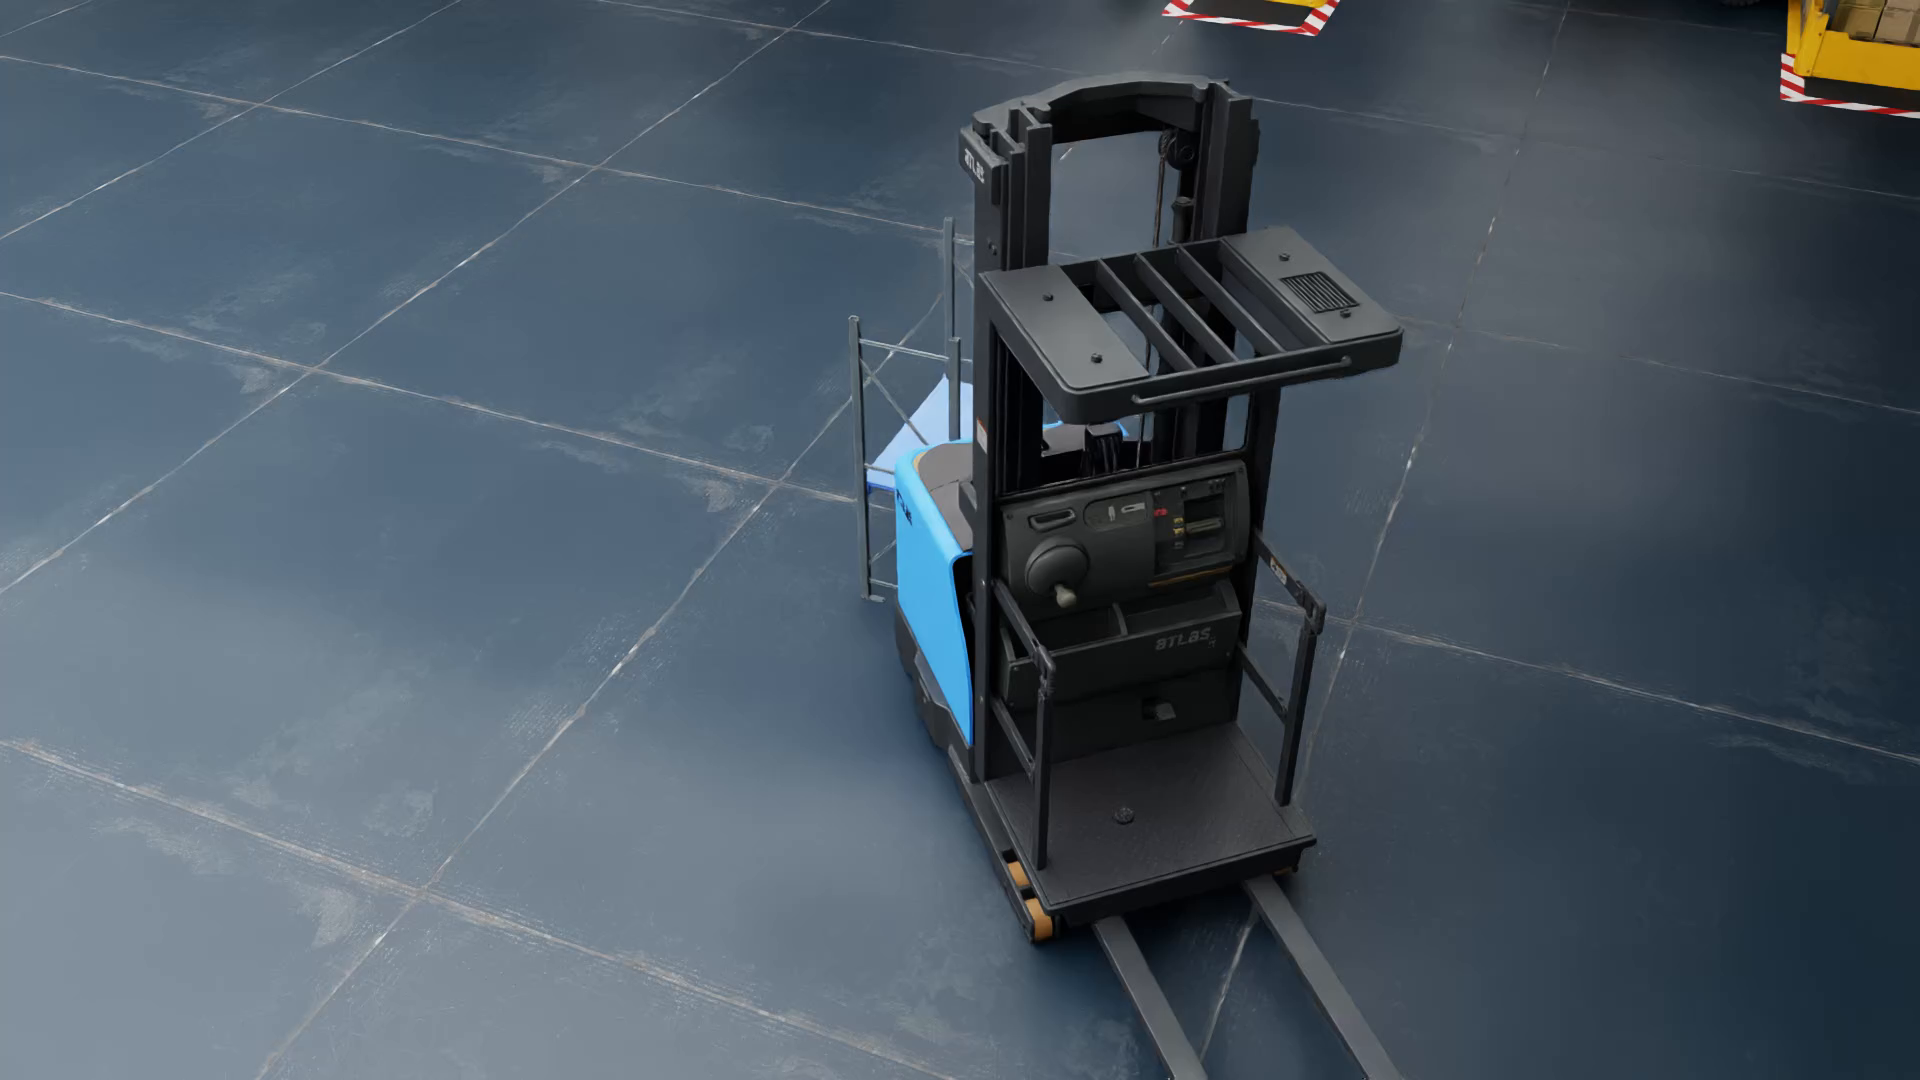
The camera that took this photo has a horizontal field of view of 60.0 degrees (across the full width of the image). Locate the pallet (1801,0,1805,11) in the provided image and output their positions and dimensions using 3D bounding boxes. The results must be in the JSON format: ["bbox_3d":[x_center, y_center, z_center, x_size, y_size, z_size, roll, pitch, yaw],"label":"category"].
[{"bbox_3d":[7.942,-4.856,14.570,1.003,0.211,1.213,14,39,18],"label":"pallet"}]

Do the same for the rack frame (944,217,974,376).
[{"bbox_3d":[0.160,-0.841,8.123,0.500,1.500,0.032,14,39,18],"label":"rack frame"}]

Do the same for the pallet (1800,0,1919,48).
[{"bbox_3d":[7.477,-4.183,13.670,1.003,0.211,1.213,14,39,18],"label":"pallet"}]

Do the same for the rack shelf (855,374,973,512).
[{"bbox_3d":[-0.037,-0.417,7.855,0.538,0.185,1.000,14,39,18],"label":"rack shelf"}]

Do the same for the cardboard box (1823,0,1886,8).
[{"bbox_3d":[7.121,-4.475,13.259,0.500,0.250,0.500,13,39,17],"label":"cardboard box"}]

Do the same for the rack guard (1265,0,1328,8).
[{"bbox_3d":[2.662,-5.036,14.570,1.175,0.500,0.348,14,39,18],"label":"rack guard"}]

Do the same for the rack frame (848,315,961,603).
[{"bbox_3d":[-0.234,-0.280,7.372,0.500,1.500,0.032,14,39,18],"label":"rack frame"}]

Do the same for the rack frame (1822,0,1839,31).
[{"bbox_3d":[7.225,-4.867,12.256,1.000,3.000,0.127,14,39,18],"label":"rack frame"}]

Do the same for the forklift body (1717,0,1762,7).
[{"bbox_3d":[6.259,-5.992,14.470,2.313,2.155,1.214,14,39,18],"label":"forklift body"}]

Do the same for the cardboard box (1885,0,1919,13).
[{"bbox_3d":[7.595,-4.347,13.088,0.500,0.250,0.500,15,39,19],"label":"cardboard box"}]

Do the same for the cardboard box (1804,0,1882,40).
[{"bbox_3d":[7.111,-4.266,13.397,0.500,0.250,0.500,14,39,18],"label":"cardboard box"}]

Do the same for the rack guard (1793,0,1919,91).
[{"bbox_3d":[7.215,-3.852,12.986,1.175,0.500,0.348,14,39,18],"label":"rack guard"}]

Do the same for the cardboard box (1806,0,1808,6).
[{"bbox_3d":[7.309,-4.539,13.763,0.500,0.250,0.500,14,39,18],"label":"cardboard box"}]

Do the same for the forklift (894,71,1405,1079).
[{"bbox_3d":[0.668,0.053,5.731,1.130,2.935,3.031,-12,38,-15],"label":"forklift"}]

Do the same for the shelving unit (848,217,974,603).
[{"bbox_3d":[-0.037,-0.561,7.748,0.538,1.500,1.048,14,39,18],"label":"shelving unit"}]

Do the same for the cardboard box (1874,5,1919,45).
[{"bbox_3d":[7.592,-4.161,13.257,0.500,0.250,0.500,14,39,18],"label":"cardboard box"}]
